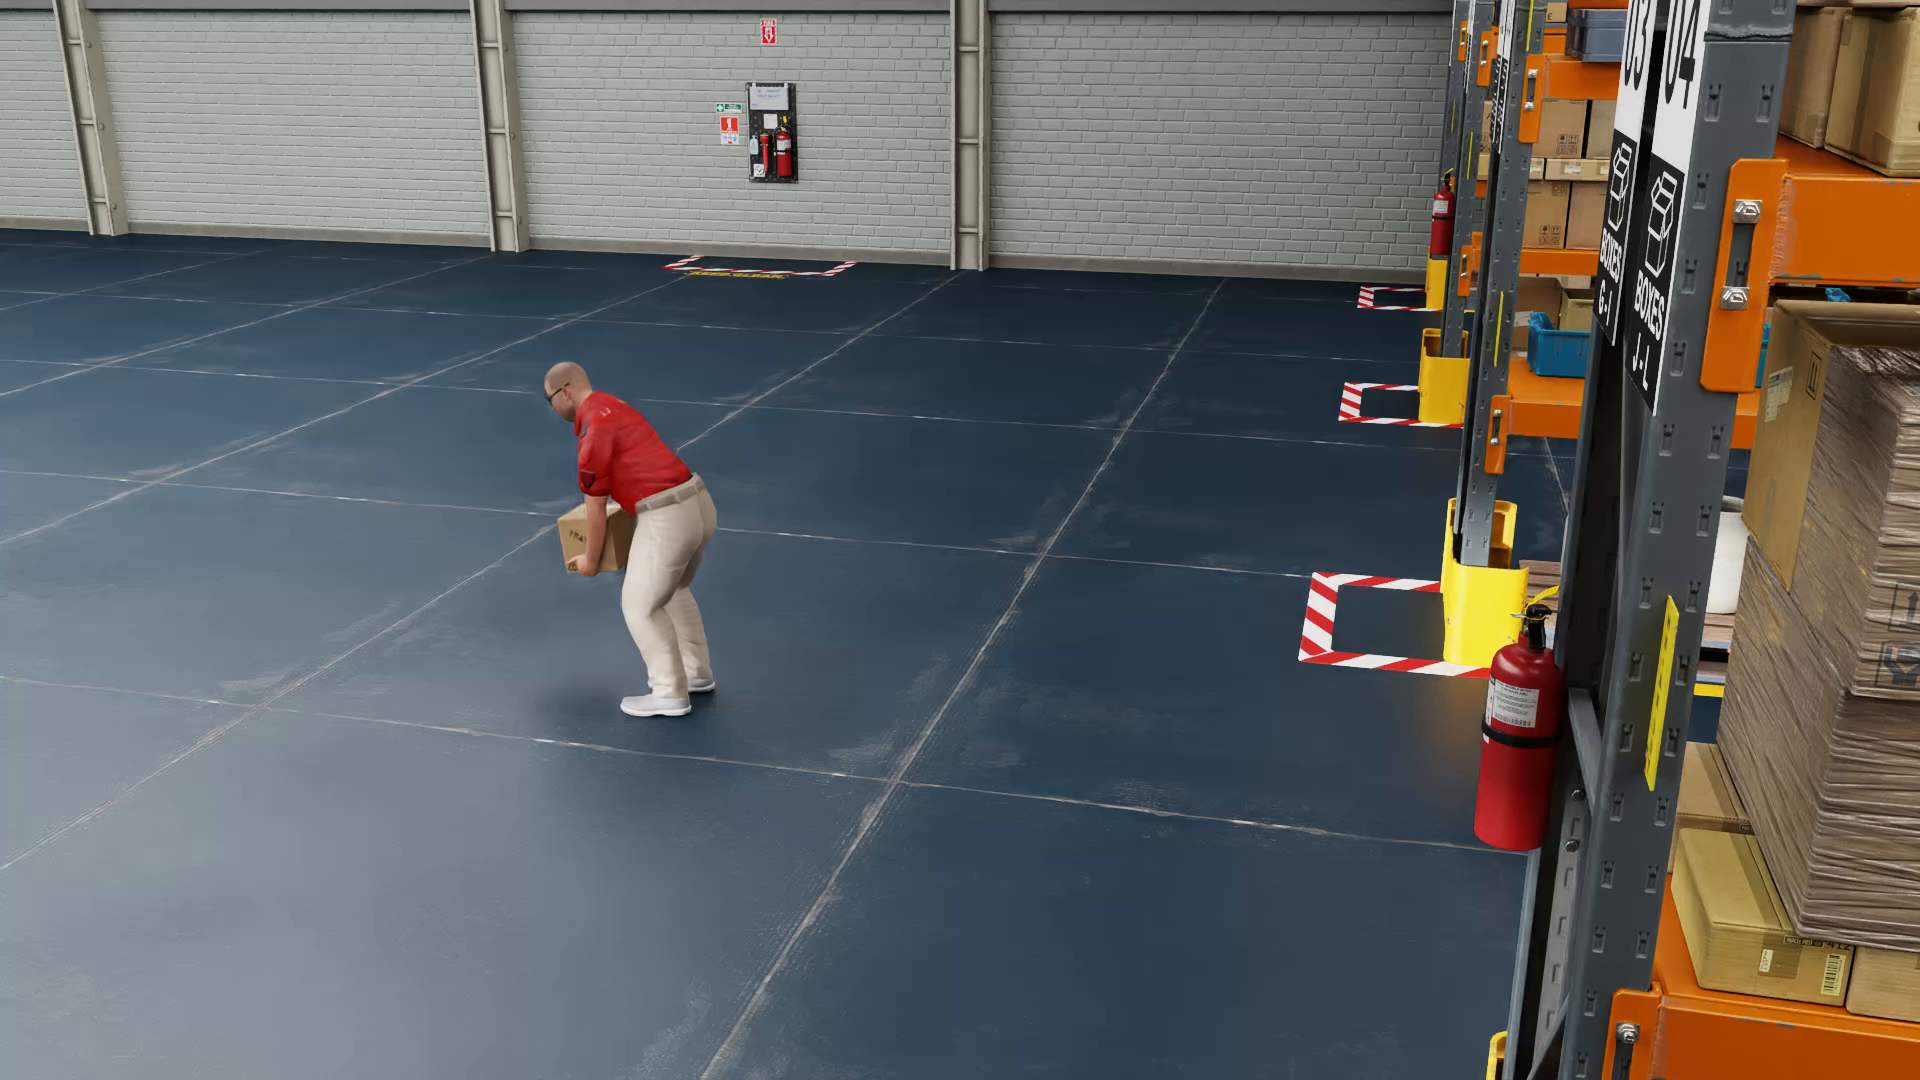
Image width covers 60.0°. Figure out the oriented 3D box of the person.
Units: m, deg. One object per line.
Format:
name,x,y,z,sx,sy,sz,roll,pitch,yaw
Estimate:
person,-1.387,-0.081,7.351,0.537,1.714,0.494,5,19,15
